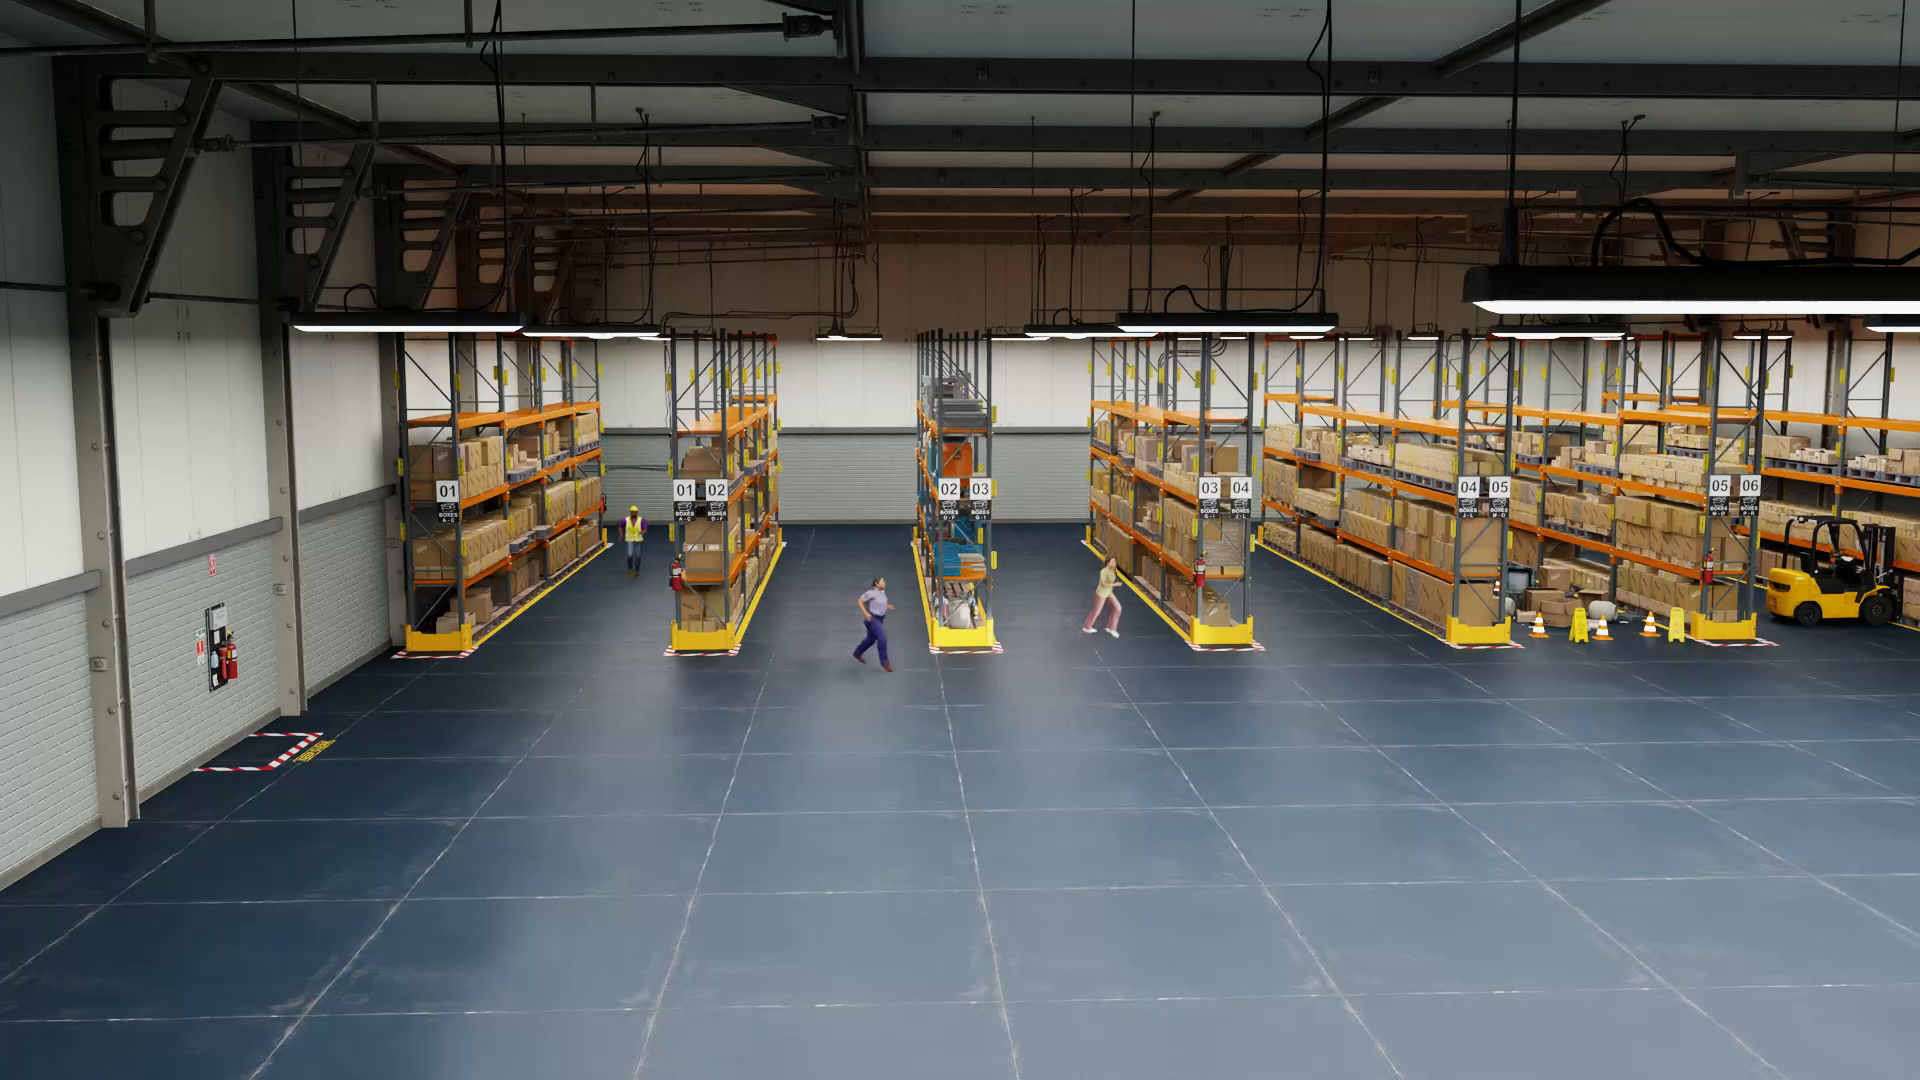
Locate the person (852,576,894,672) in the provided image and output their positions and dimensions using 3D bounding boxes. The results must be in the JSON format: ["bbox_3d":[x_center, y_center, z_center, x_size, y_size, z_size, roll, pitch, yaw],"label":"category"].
[{"bbox_3d":[-1.541,1.473,29.286,0.894,1.678,0.642,3,7,22],"label":"person"}]

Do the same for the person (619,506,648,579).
[{"bbox_3d":[-7.981,0.062,40.660,0.692,1.790,0.722,-2,7,-13],"label":"person"}]

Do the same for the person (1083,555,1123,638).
[{"bbox_3d":[2.819,1.094,32.539,0.940,1.631,0.577,6,9,40],"label":"person"}]
